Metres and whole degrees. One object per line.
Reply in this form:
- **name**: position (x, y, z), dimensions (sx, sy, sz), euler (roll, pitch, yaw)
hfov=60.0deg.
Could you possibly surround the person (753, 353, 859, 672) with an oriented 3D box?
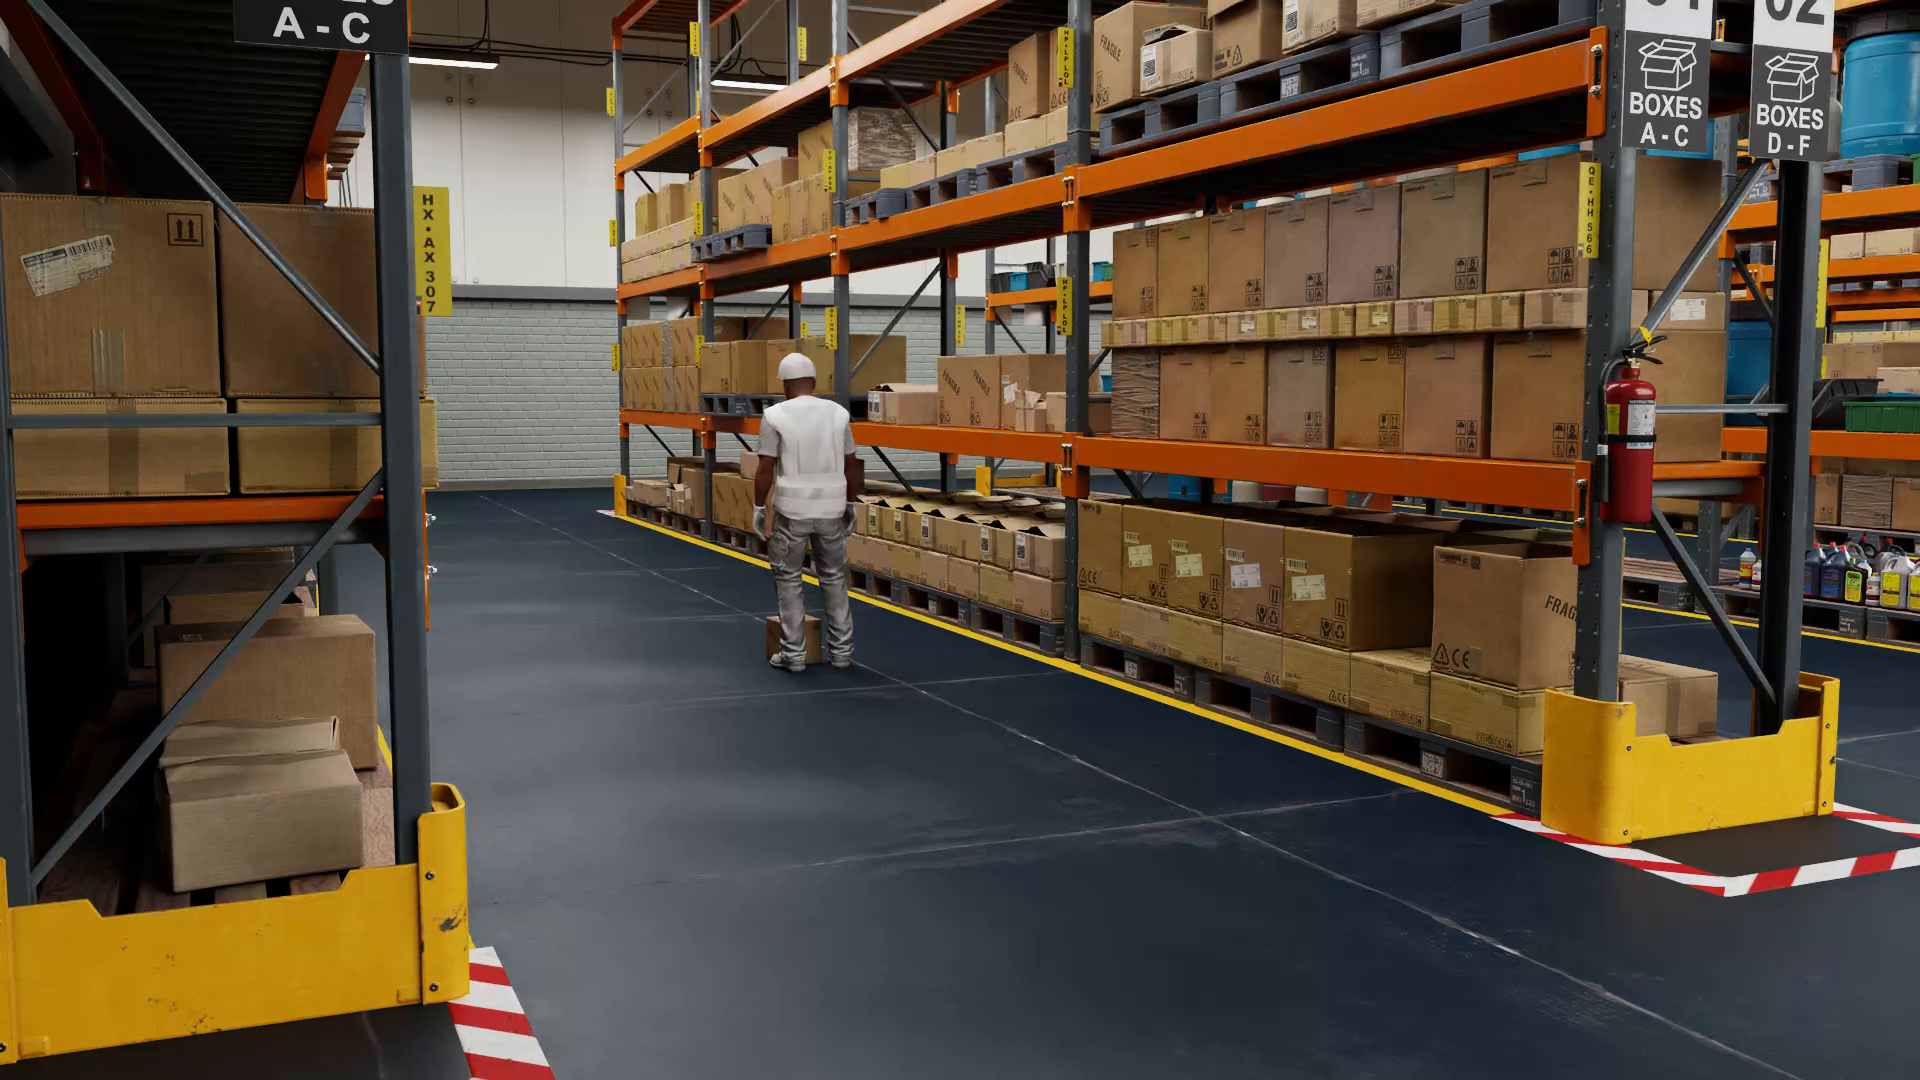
- **person**: position (-0.866, -0.160, 9.368), dimensions (0.629, 1.774, 0.453), euler (-2, 6, -25)
